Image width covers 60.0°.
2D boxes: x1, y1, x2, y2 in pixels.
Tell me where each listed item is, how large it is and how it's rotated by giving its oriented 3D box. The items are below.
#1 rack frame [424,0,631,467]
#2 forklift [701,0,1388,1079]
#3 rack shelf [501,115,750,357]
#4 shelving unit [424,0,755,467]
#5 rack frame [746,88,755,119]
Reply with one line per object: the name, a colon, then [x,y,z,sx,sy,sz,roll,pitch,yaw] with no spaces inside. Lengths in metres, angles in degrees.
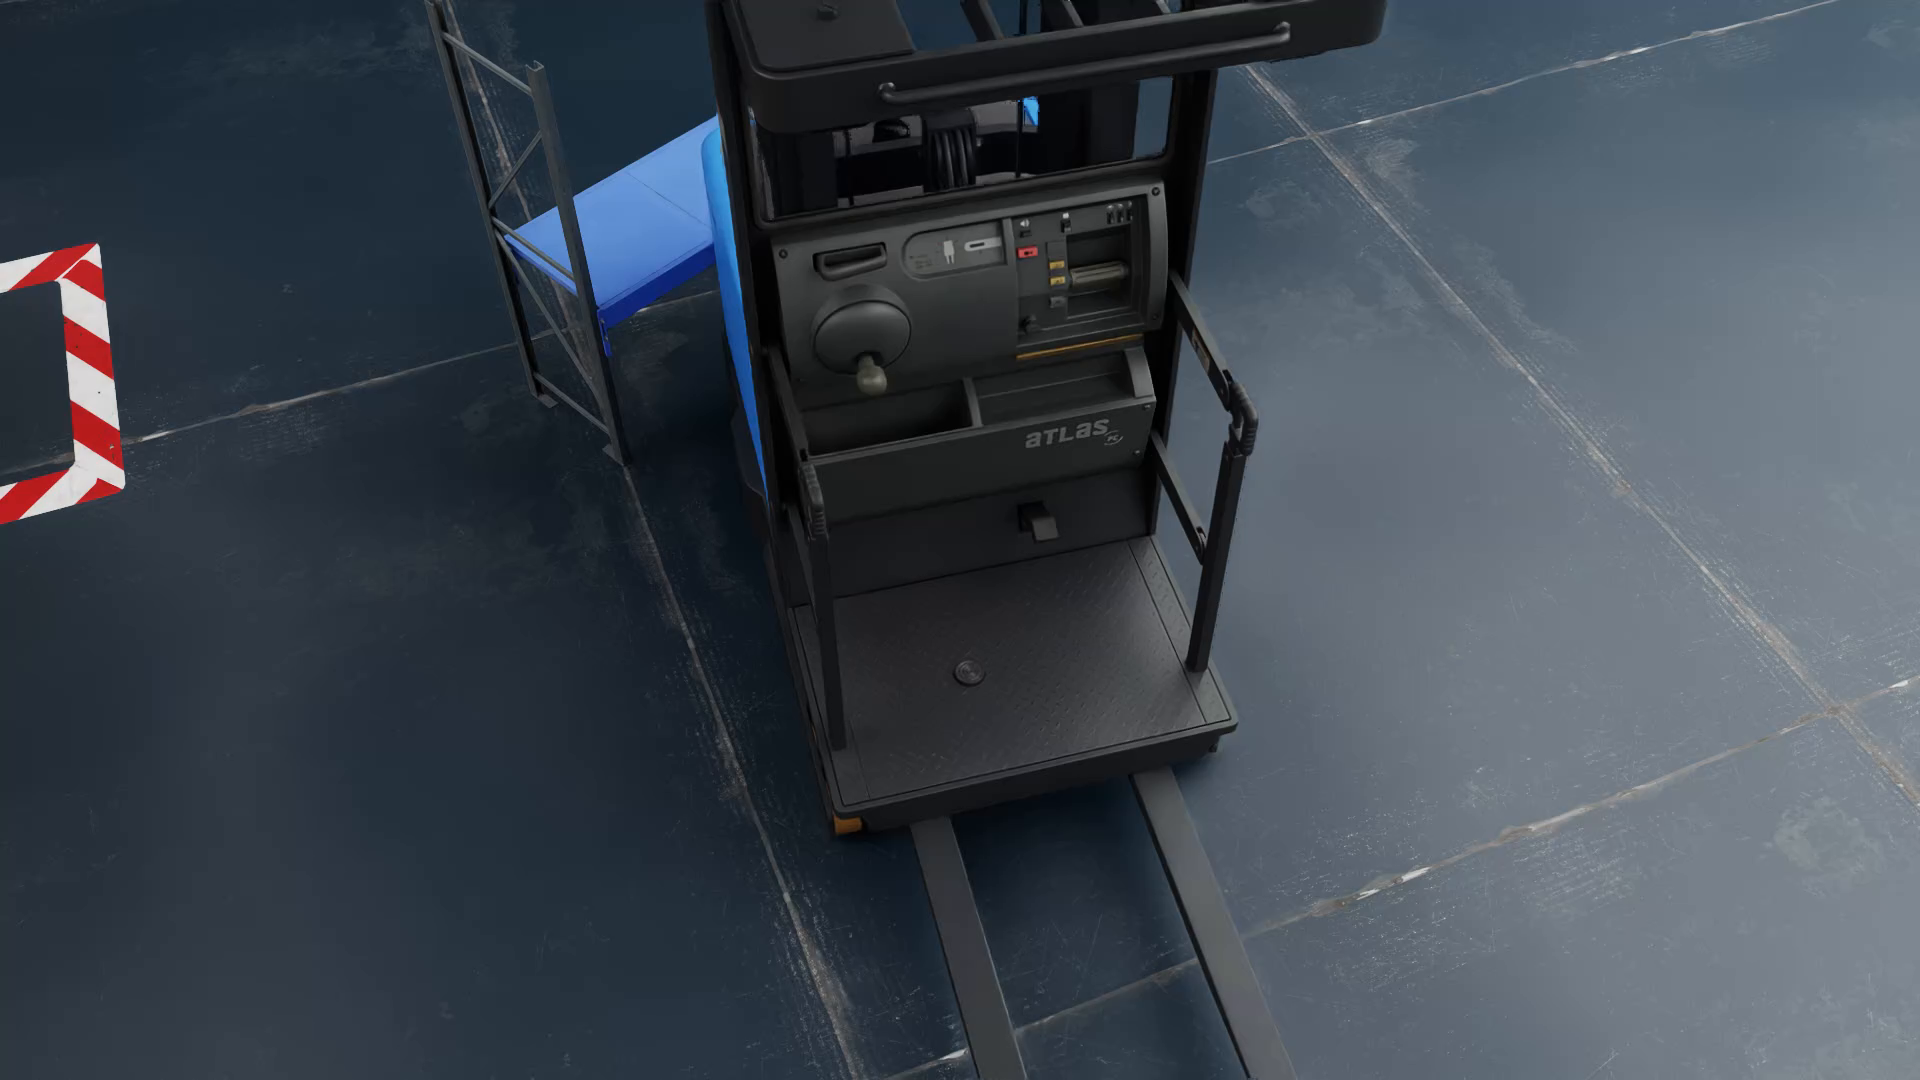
rack frame: [-1.274,-0.866,5.005,0.500,1.500,0.032,36,58,27]
forklift: [0.093,-0.485,3.735,1.130,2.935,3.031,-11,50,-10]
rack shelf: [-0.924,-1.029,5.382,0.538,0.185,1.000,36,58,27]
shelving unit: [-0.924,-1.146,5.246,0.538,1.500,1.048,36,58,27]
rack frame: [-0.574,-1.426,5.486,0.500,1.500,0.032,36,58,27]
